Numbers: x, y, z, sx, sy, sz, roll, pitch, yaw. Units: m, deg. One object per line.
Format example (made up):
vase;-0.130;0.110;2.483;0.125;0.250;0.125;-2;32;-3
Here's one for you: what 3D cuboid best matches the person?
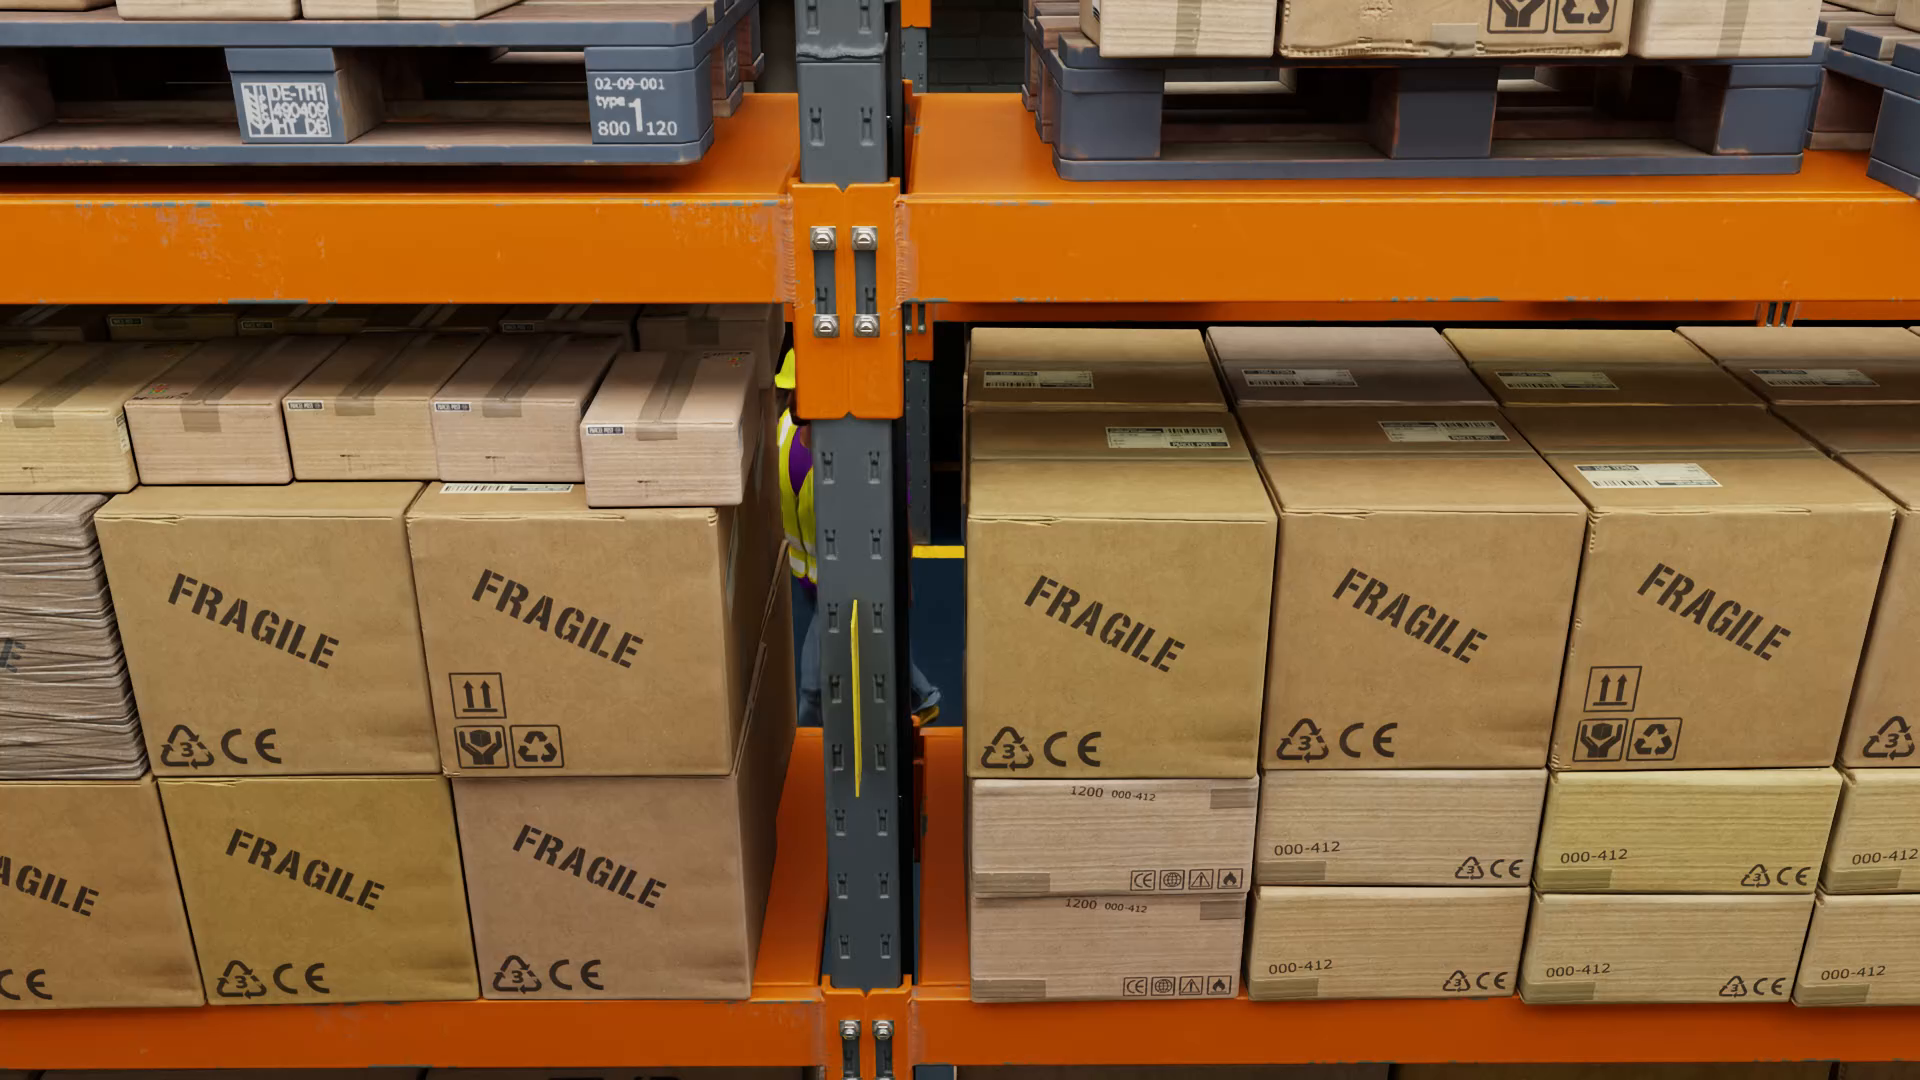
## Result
person;-0.456;0.105;5.864;1.028;1.726;0.555;-20;31;-37
